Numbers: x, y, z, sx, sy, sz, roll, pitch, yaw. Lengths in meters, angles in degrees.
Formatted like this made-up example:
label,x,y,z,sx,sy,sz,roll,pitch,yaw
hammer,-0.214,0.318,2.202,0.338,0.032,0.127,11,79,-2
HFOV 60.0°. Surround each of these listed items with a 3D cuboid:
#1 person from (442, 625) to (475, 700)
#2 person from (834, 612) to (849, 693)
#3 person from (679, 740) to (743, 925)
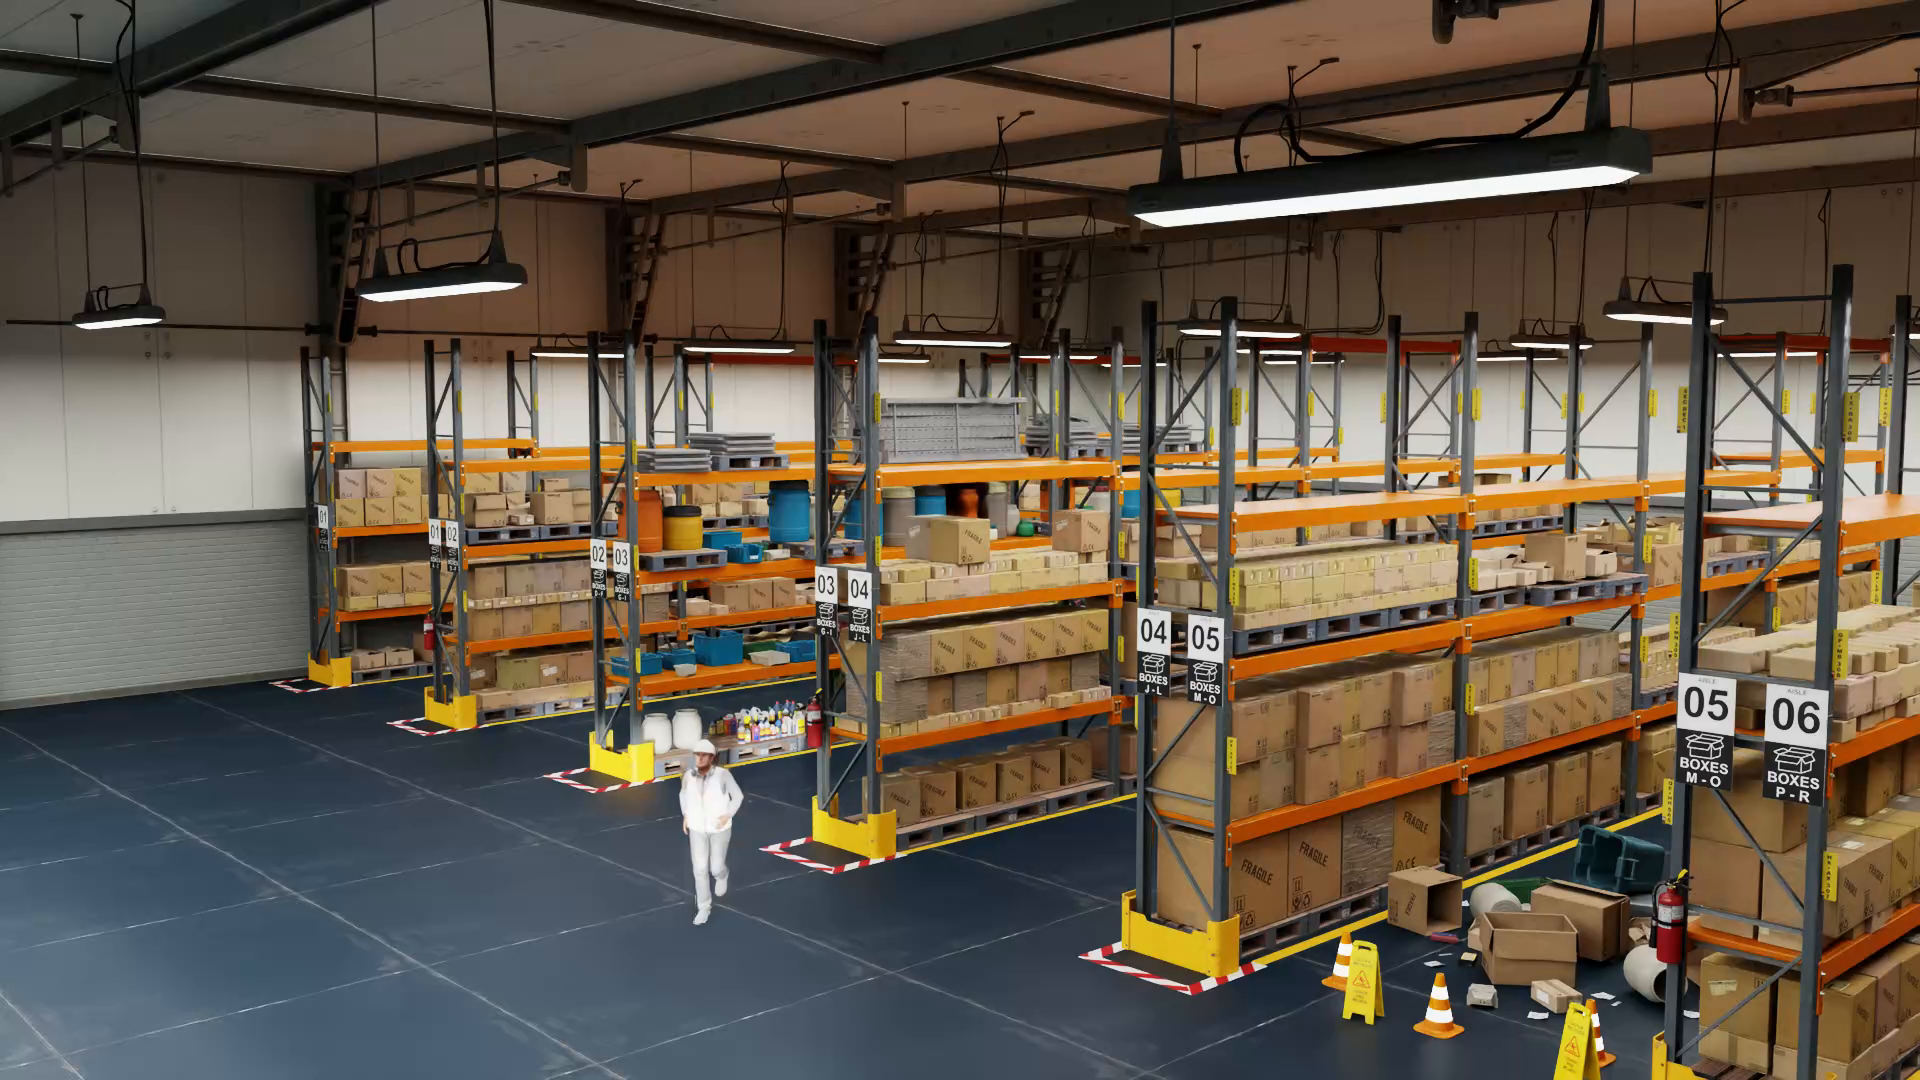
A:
label,x,y,z,sx,sy,sz,roll,pitch,yaw
person,-8.367,1.877,28.395,0.690,1.573,1.042,4,6,37
person,-1.961,1.618,27.390,0.641,1.837,0.698,4,6,35
person,-2.466,2.841,16.503,0.662,1.781,0.783,0,5,5
